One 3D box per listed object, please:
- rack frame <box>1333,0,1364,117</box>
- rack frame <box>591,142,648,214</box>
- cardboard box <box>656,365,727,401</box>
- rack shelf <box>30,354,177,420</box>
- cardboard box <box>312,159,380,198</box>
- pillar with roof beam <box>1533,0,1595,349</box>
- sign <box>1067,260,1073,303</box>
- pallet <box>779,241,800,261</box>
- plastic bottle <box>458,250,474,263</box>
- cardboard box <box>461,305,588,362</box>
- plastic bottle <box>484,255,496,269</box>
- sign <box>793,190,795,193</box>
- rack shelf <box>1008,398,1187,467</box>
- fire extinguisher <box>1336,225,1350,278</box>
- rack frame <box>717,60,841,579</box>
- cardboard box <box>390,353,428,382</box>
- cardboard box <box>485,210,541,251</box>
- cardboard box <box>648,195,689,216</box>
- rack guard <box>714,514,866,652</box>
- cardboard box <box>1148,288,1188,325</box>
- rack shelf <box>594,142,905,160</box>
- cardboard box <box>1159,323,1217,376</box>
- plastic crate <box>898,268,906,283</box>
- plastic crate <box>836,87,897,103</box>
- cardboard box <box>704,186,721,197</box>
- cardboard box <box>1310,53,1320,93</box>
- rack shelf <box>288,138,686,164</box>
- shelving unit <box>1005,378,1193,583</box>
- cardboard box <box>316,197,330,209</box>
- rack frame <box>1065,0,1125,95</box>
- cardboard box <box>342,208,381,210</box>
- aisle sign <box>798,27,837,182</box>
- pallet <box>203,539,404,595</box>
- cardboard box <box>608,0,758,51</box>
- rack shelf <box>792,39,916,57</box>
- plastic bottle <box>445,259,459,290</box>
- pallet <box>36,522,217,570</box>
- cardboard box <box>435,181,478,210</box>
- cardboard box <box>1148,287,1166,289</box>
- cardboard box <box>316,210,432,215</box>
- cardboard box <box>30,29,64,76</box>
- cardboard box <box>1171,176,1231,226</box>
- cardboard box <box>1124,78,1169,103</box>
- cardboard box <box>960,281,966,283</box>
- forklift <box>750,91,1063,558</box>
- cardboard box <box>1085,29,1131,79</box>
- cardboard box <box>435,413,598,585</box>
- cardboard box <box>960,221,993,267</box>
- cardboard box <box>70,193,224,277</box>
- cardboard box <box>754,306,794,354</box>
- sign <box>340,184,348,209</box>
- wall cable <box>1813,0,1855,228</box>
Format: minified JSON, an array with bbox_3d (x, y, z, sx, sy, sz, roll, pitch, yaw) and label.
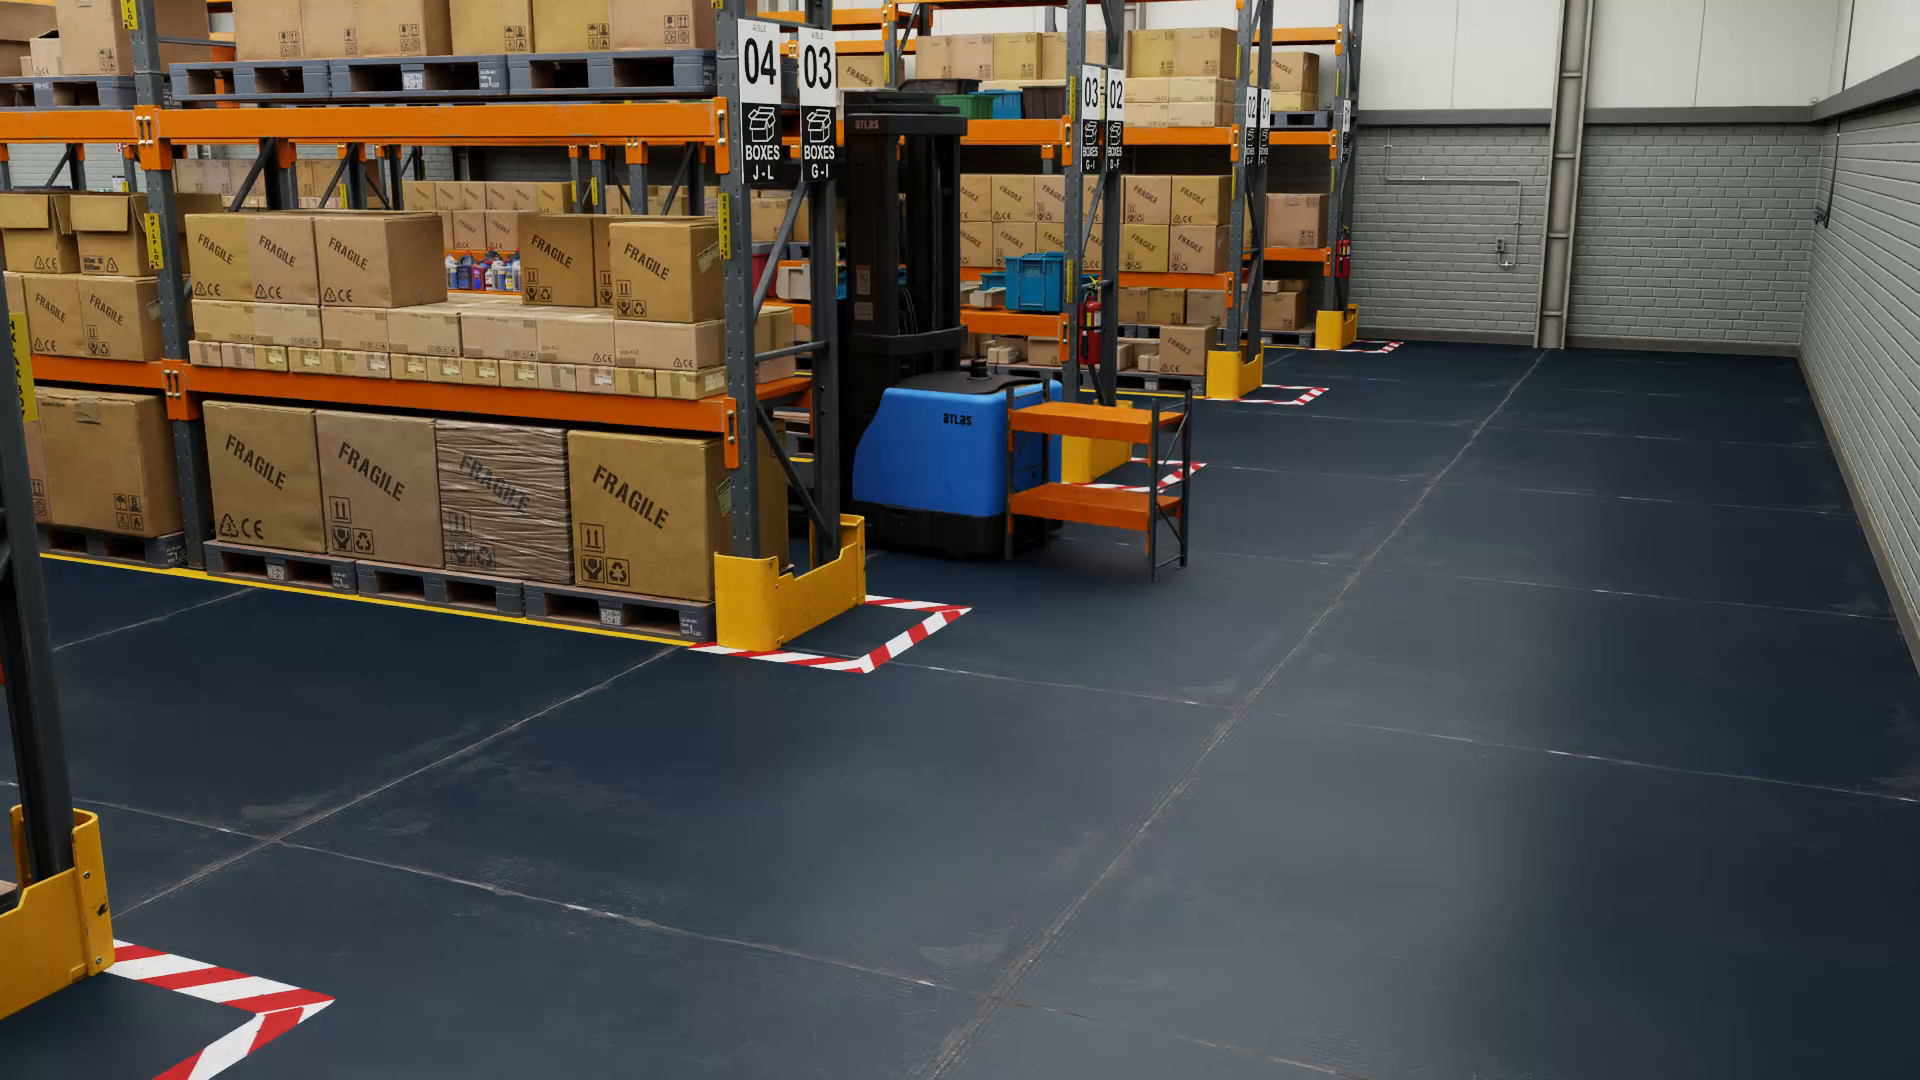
[{"bbox_3d":[5.072,-7.030,21.515,0.127,3.000,1.000,6,14,23],"label":"rack frame"},{"bbox_3d":[-4.245,-3.814,20.944,0.127,3.000,1.000,6,14,23],"label":"rack frame"},{"bbox_3d":[-1.406,-0.847,8.850,0.250,0.149,0.380,6,15,24],"label":"cardboard box"},{"bbox_3d":[-6.432,-1.210,11.422,4.000,0.370,1.077,6,14,23],"label":"rack shelf"},{"bbox_3d":[-8.311,-4.905,22.532,0.500,0.500,0.700,6,14,24],"label":"cardboard box"},{"bbox_3d":[6.148,-6.062,17.389,0.400,9.000,9.100,6,14,23],"label":"pillar with roof beam"},{"bbox_3d":[0.852,-2.003,12.868,0.005,0.325,0.100,6,14,23],"label":"sign"},{"bbox_3d":[-2.465,-3.542,20.204,1.213,0.211,1.003,6,14,23],"label":"pallet"},{"bbox_3d":[-4.639,-2.549,15.659,0.185,0.351,0.144,6,14,23],"label":"plastic bottle"},{"bbox_3d":[-2.426,-1.161,9.313,0.500,0.250,0.500,5,14,21],"label":"cardboard box"},{"bbox_3d":[-4.557,-2.622,16.118,0.133,0.283,0.061,6,14,23],"label":"plastic bottle"},{"bbox_3d":[-2.453,-5.260,24.745,0.005,0.325,0.100,6,14,23],"label":"sign"},{"bbox_3d":[0.863,-0.681,10.415,1.000,0.278,0.538,8,16,32],"label":"rack shelf"},{"bbox_3d":[5.023,-3.780,21.782,0.183,0.674,0.296,6,14,23],"label":"fire extinguisher"},{"bbox_3d":[-0.947,-1.005,8.973,0.127,3.000,1.000,6,14,23],"label":"rack frame"},{"bbox_3d":[-3.042,-1.012,9.554,0.250,0.149,0.380,5,14,22],"label":"cardboard box"},{"bbox_3d":[-5.786,-4.015,21.580,0.500,0.500,0.500,5,14,20],"label":"cardboard box"},{"bbox_3d":[-3.624,-4.033,20.737,0.500,0.500,0.700,1,13,4],"label":"cardboard box"},{"bbox_3d":[-0.925,0.214,9.250,0.348,0.500,1.175,6,14,23],"label":"rack guard"},{"bbox_3d":[2.984,-3.281,23.224,0.500,0.500,0.700,6,15,25],"label":"cardboard box"},{"bbox_3d":[-2.416,-4.739,19.895,4.000,0.370,1.077,6,14,23],"label":"rack shelf"},{"bbox_3d":[2.472,-2.070,18.020,0.500,0.500,0.500,6,14,23],"label":"cardboard box"},{"bbox_3d":[-0.511,-2.229,14.422,0.300,0.233,0.416,6,14,23],"label":"plastic crate"},{"bbox_3d":[-0.842,-3.712,14.202,0.530,0.282,0.437,6,14,23],"label":"plastic crate"},{"bbox_3d":[-3.824,-5.264,25.942,0.500,0.500,0.700,6,14,23],"label":"cardboard box"},{"bbox_3d":[4.503,-6.233,22.233,0.500,0.500,0.500,5,14,21],"label":"cardboard box"},{"bbox_3d":[-4.426,-3.705,15.488,4.000,0.370,1.077,6,14,23],"label":"rack shelf"},{"bbox_3d":[0.863,-0.396,10.482,1.048,1.125,0.538,8,16,32],"label":"shelving unit"},{"bbox_3d":[-8.463,-4.553,22.452,0.250,0.149,0.380,5,14,22],"label":"cardboard box"},{"bbox_3d":[1.060,-4.961,12.697,0.127,3.000,1.000,6,14,23],"label":"rack frame"},{"bbox_3d":[-8.311,-4.273,22.680,0.500,0.500,0.700,5,14,22],"label":"cardboard box"},{"bbox_3d":[-0.759,-2.327,8.915,0.004,0.787,0.394,6,14,23],"label":"aisle sign"},{"bbox_3d":[-3.940,0.069,10.500,1.213,0.211,1.003,6,14,23],"label":"pallet"},{"bbox_3d":[-1.444,-2.804,8.717,0.500,0.500,0.700,5,14,20],"label":"cardboard box"},{"bbox_3d":[-0.413,-7.040,24.009,4.000,0.370,1.077,6,14,23],"label":"rack shelf"},{"bbox_3d":[-4.722,-2.484,15.546,0.135,0.276,0.152,6,14,23],"label":"plastic bottle"},{"bbox_3d":[-5.340,-0.074,11.107,1.213,0.211,1.003,6,14,23],"label":"pallet"},{"bbox_3d":[-8.324,-5.688,27.570,0.500,0.500,0.500,5,14,21],"label":"cardboard box"},{"bbox_3d":[2.774,-3.574,23.052,0.250,0.149,0.380,5,14,22],"label":"cardboard box"},{"bbox_3d":[-3.619,-1.779,10.304,0.500,0.500,0.500,6,14,24],"label":"cardboard box"},{"bbox_3d":[-5.570,-3.117,10.683,0.500,0.311,0.500,5,14,21],"label":"cardboard box"},{"bbox_3d":[2.551,-3.593,17.595,0.500,0.500,0.500,6,14,23],"label":"cardboard box"},{"bbox_3d":[2.039,-4.745,17.580,0.500,0.250,0.500,6,14,23],"label":"cardboard box"},{"bbox_3d":[-0.046,-3.752,24.464,0.750,0.750,0.750,6,15,25],"label":"cardboard box"},{"bbox_3d":[-0.812,-1.548,11.434,3.031,2.935,1.130,8,16,32],"label":"forklift"},{"bbox_3d":[1.670,-5.202,17.884,0.500,0.500,0.700,6,14,23],"label":"cardboard box"},{"bbox_3d":[-2.396,-0.302,9.708,0.875,0.875,0.875,6,14,23],"label":"cardboard box"},{"bbox_3d":[0.237,-3.342,18.713,0.500,0.500,0.500,6,15,24],"label":"cardboard box"},{"bbox_3d":[-5.191,-1.970,10.669,0.637,0.503,0.797,5,14,22],"label":"cardboard box"},{"bbox_3d":[-1.276,-1.178,9.386,0.500,0.250,0.500,5,14,22],"label":"cardboard box"},{"bbox_3d":[-8.126,-4.528,21.919,0.005,0.325,0.100,6,14,23],"label":"sign"},{"bbox_3d":[10.099,-4.920,19.322,0.112,2.526,3.097,6,14,23],"label":"wall cable"}]
